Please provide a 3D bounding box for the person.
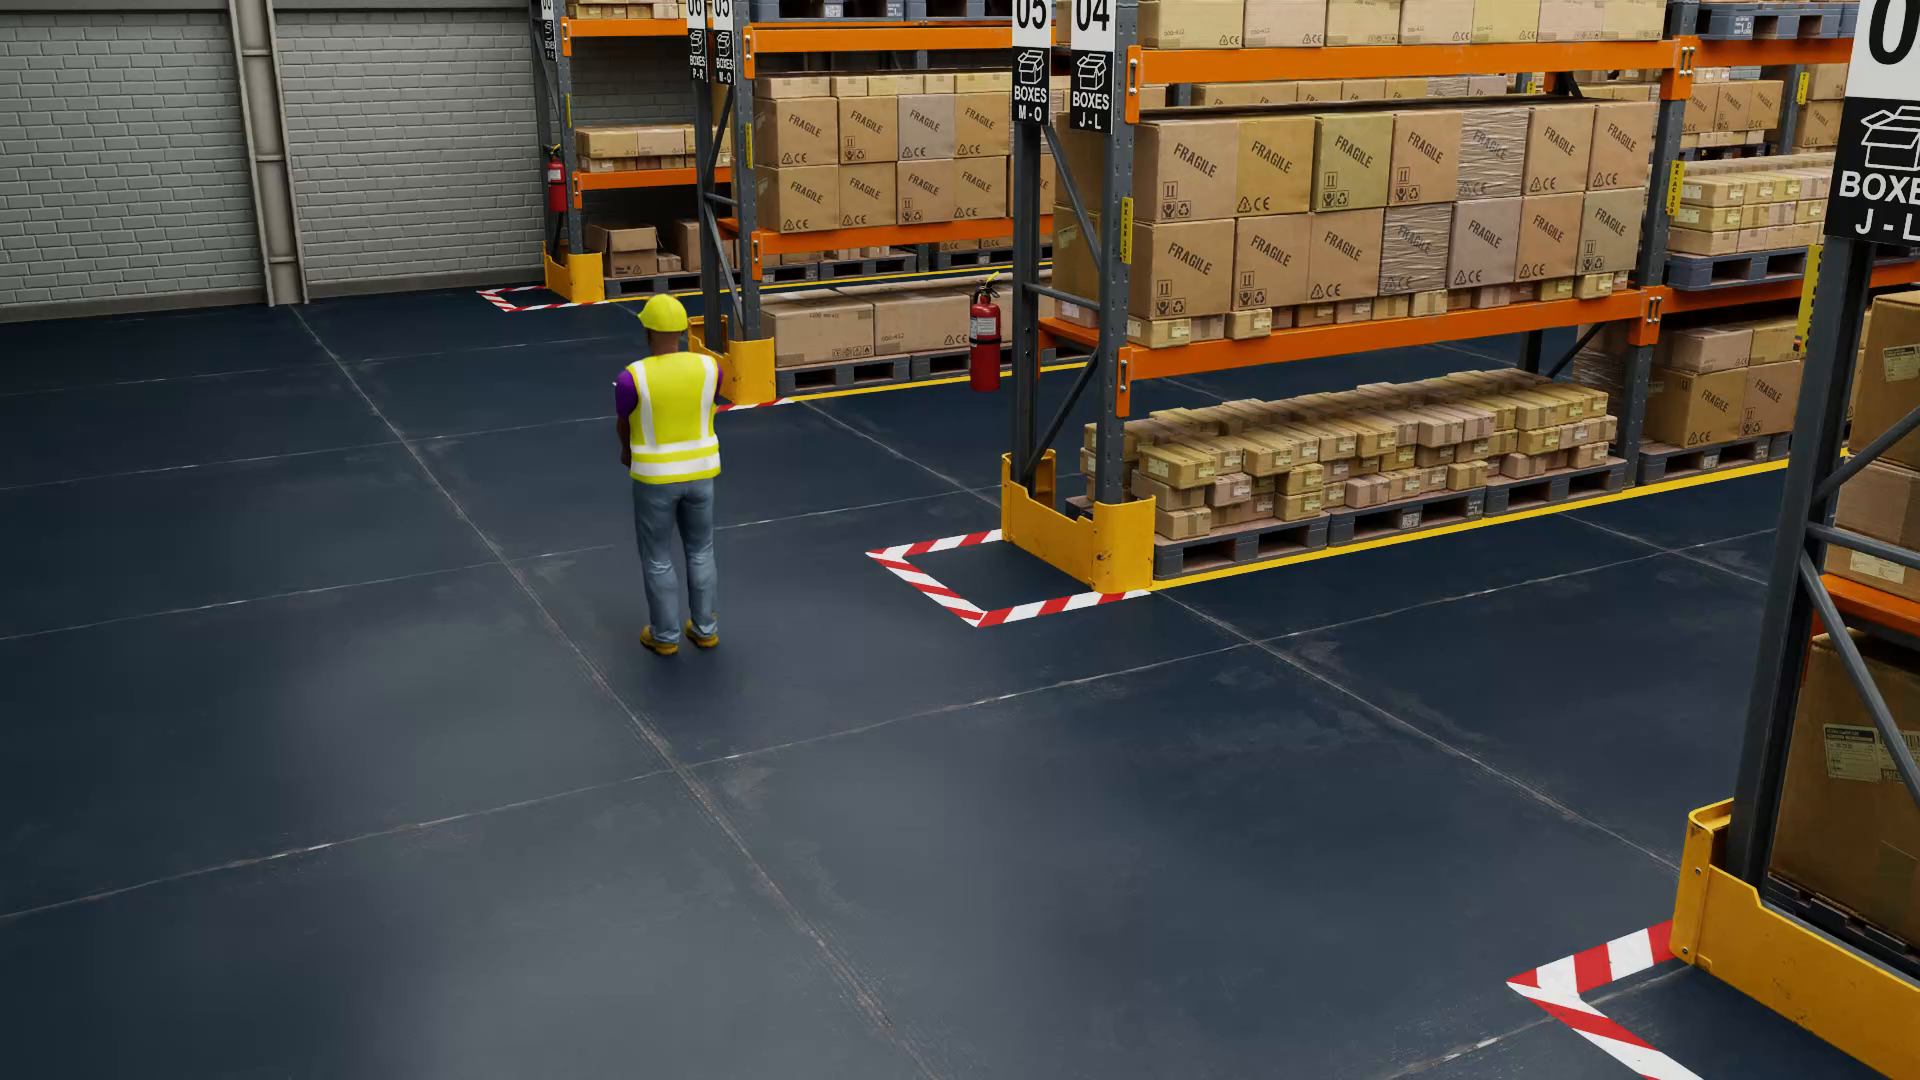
[{"bbox_3d":[-1.417,-0.328,8.015,0.504,1.762,0.566,-9,21,-26],"label":"person"}]
